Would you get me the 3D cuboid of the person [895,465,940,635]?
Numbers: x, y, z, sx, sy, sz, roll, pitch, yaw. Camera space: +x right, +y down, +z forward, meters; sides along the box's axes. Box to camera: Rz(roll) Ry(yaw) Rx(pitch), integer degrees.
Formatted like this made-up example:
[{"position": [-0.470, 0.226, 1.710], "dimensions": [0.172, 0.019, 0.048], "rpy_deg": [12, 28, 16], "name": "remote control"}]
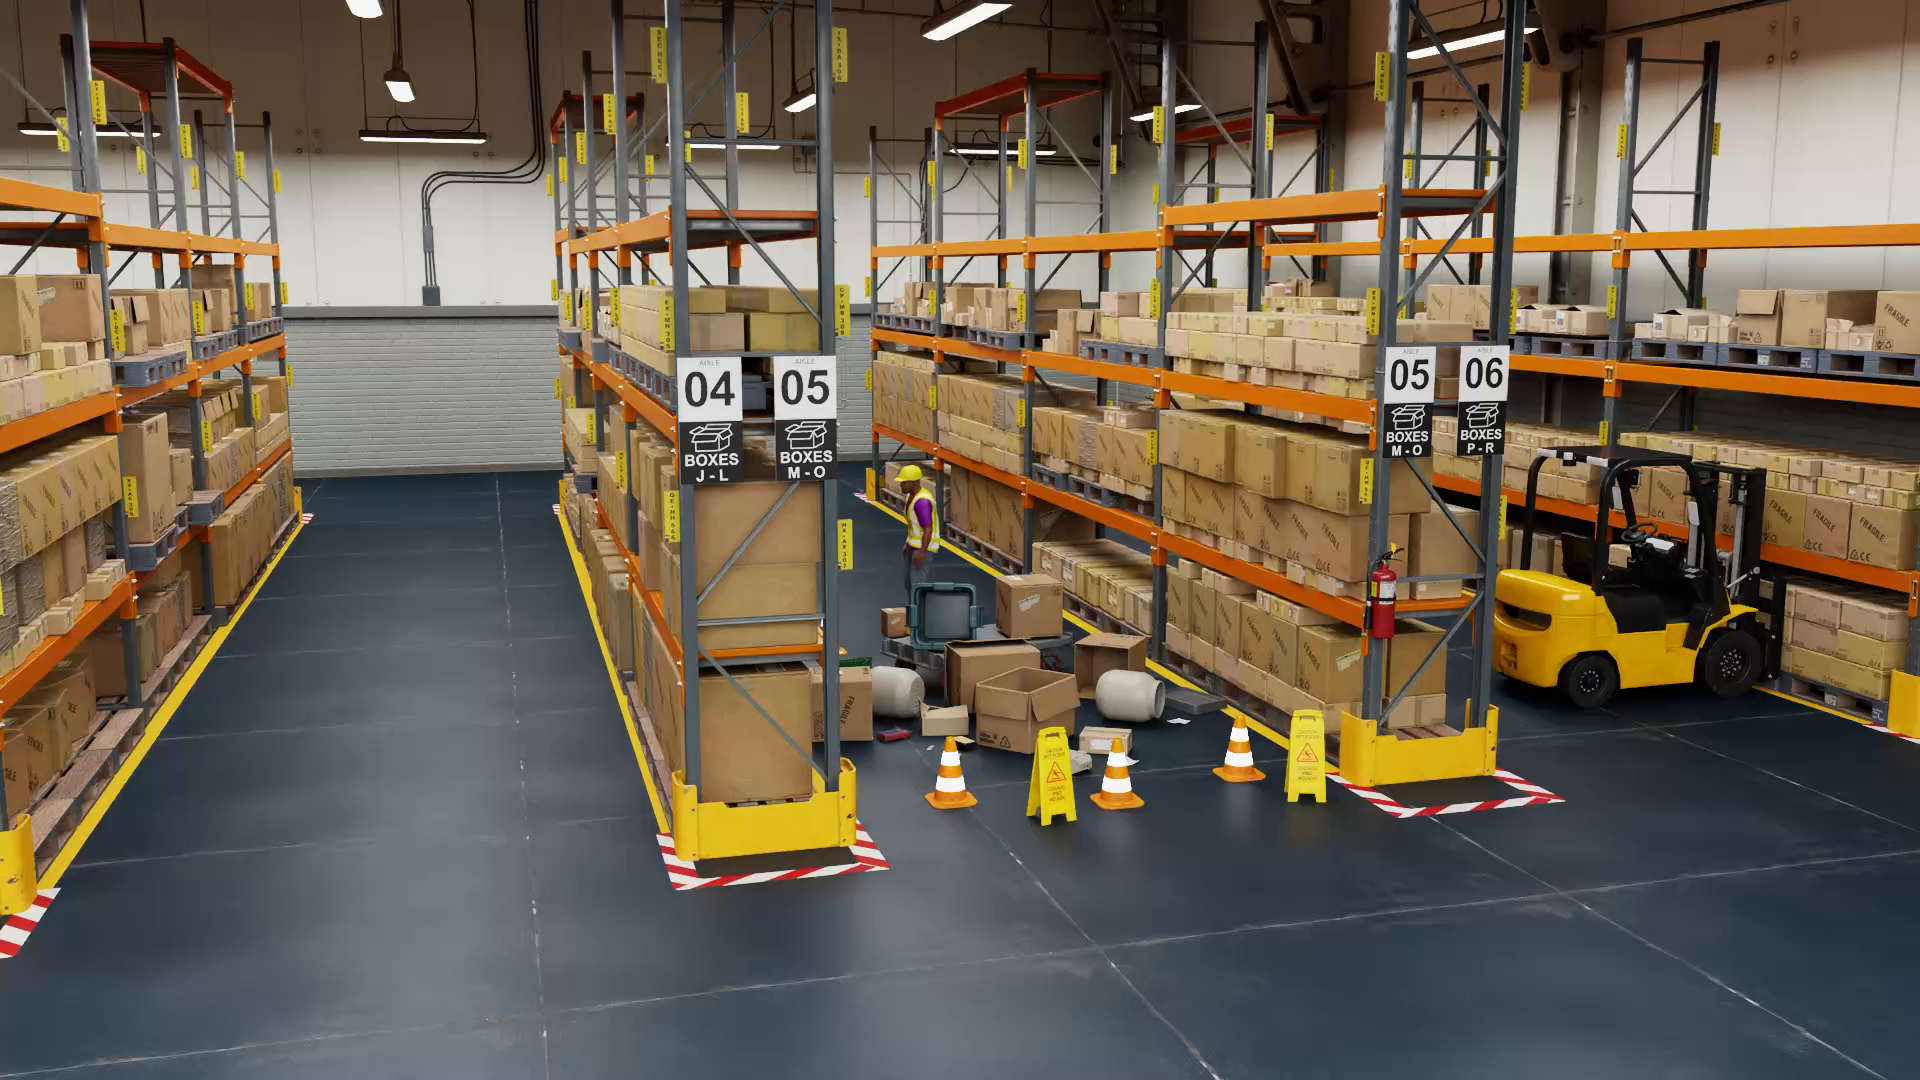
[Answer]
[{"position": [-0.452, 0.096, 17.224], "dimensions": [0.457, 1.761, 0.628], "rpy_deg": [-3, 10, -16], "name": "person"}]
